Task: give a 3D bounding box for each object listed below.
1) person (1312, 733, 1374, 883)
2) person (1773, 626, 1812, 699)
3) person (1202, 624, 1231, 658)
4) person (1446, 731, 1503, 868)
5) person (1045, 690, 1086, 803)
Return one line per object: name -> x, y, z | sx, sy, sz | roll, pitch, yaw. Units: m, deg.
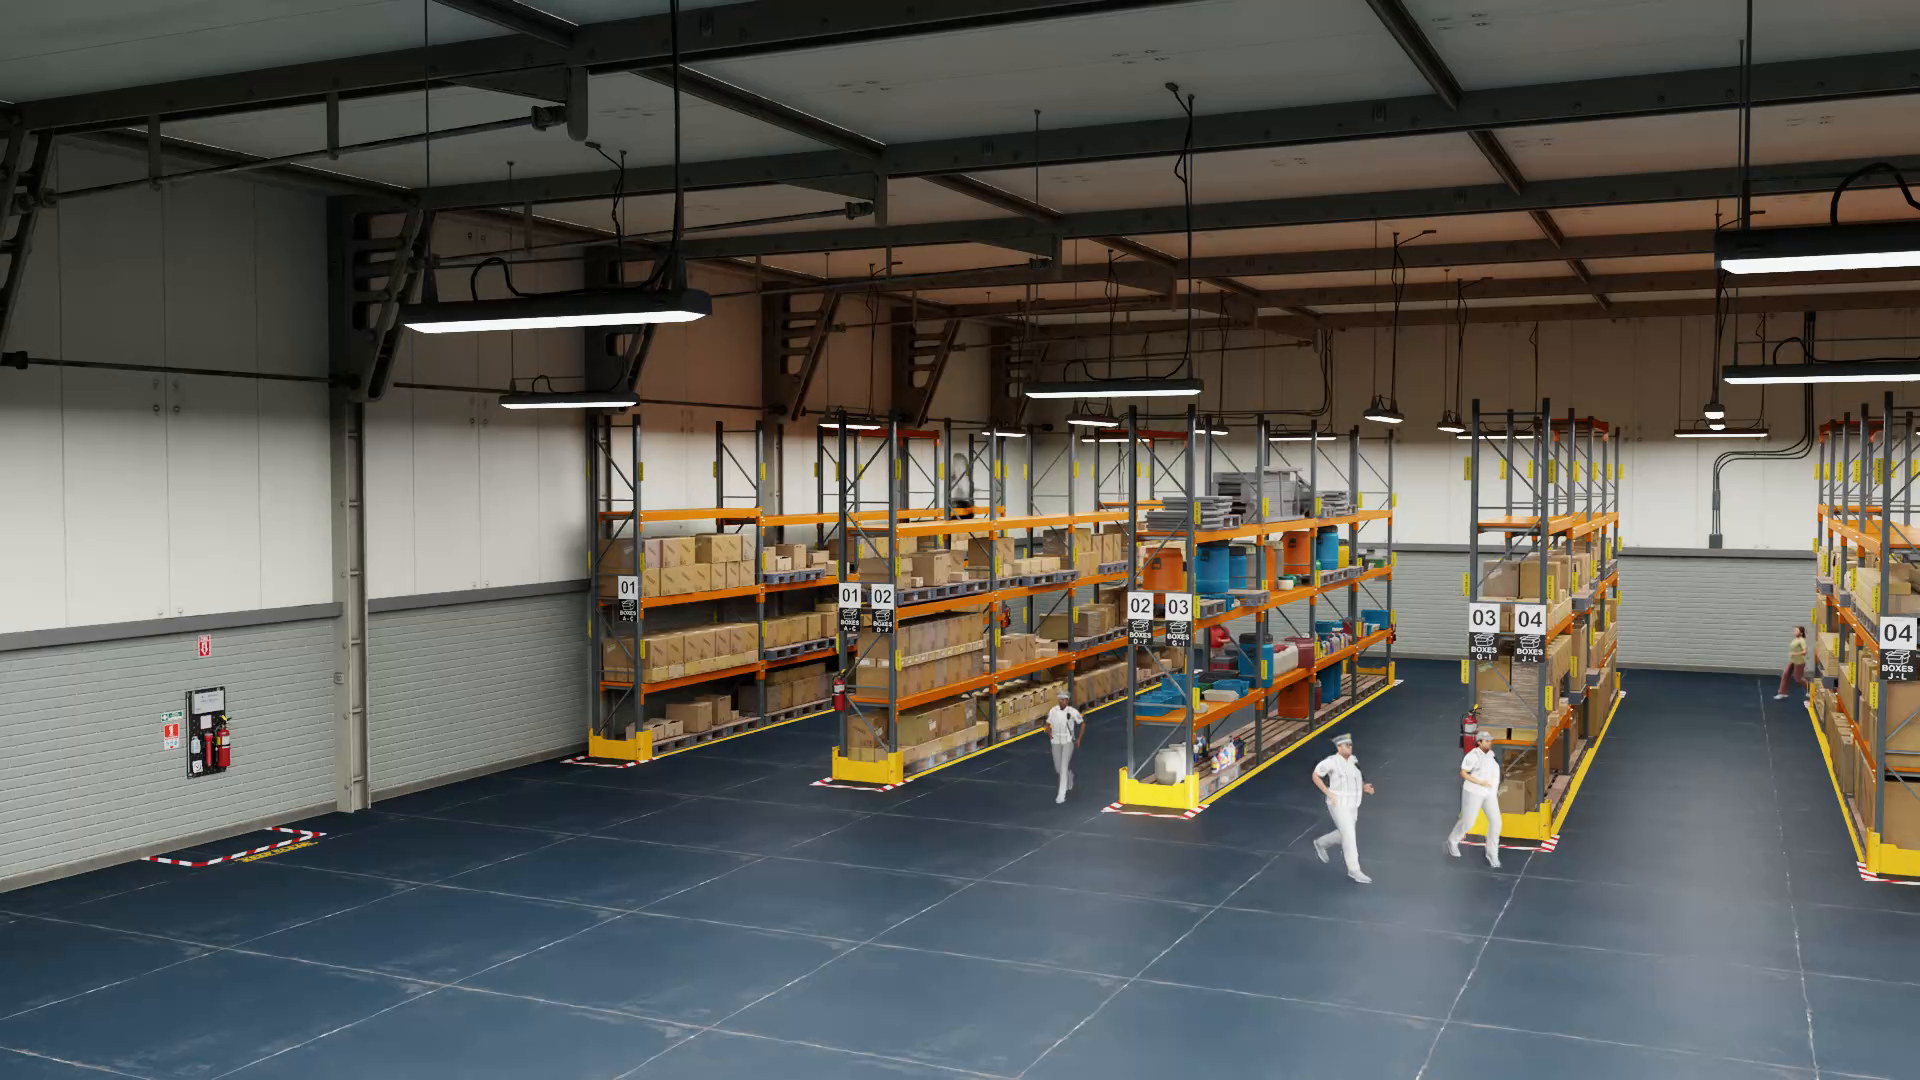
person -> 4.722, 3.274, 20.576 | 0.664, 1.790, 0.952 | -2, 3, -39
person -> 18.336, 2.686, 36.318 | 0.916, 1.650, 0.604 | 0, 2, 3
person -> 5.779, 2.574, 37.563 | 0.658, 1.732, 0.972 | 0, 2, 11
person -> 6.672, 3.298, 21.360 | 0.619, 1.695, 0.853 | -1, 3, -24
person -> 1.594, 3.131, 25.493 | 0.617, 1.697, 0.784 | 1, 3, 24
